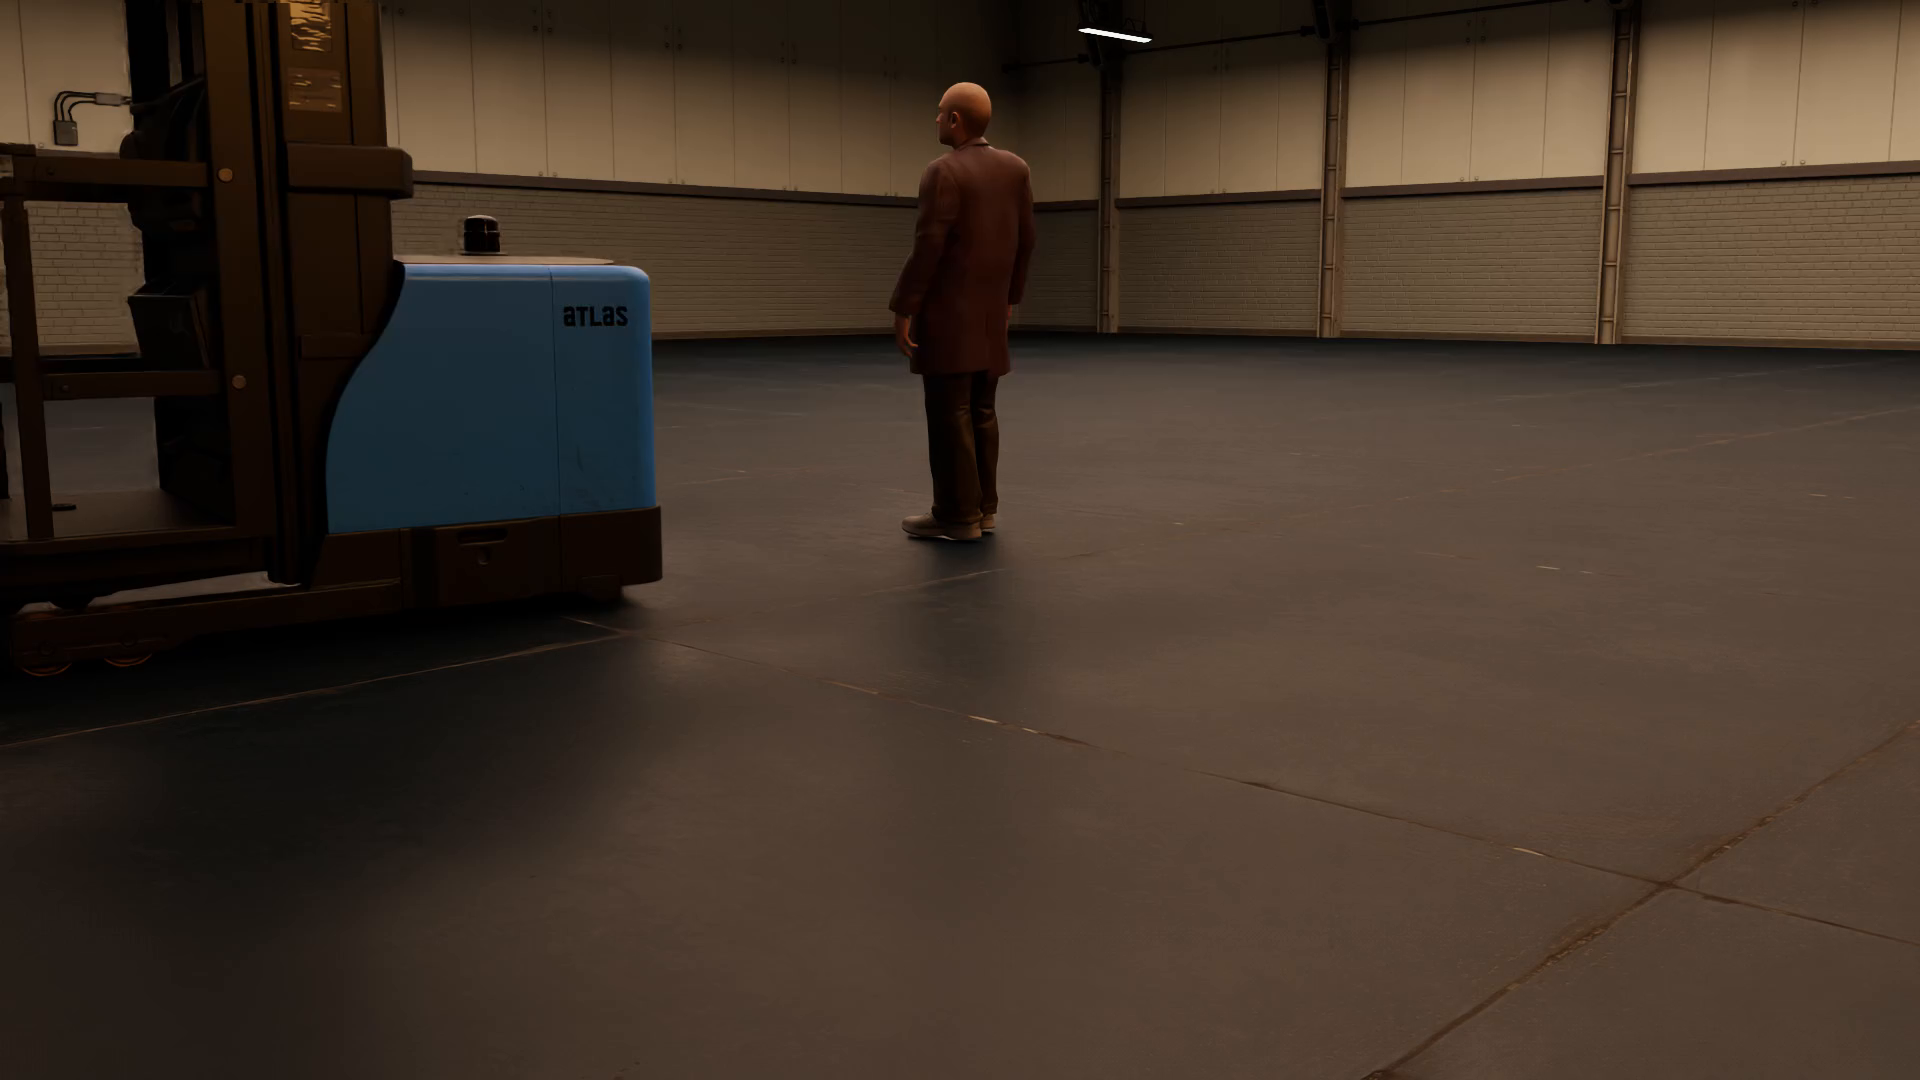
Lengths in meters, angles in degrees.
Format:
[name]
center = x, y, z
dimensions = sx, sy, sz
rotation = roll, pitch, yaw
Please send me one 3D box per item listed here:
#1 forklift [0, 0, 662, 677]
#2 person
[forklift]
center = -2.463, -1.181, 4.713
dimensions = 3.031, 2.935, 1.130
rotation = -6, 10, -35
[person]
center = -0.063, -0.897, 6.650
dimensions = 0.579, 1.778, 0.698
rotation = 8, 12, 43
